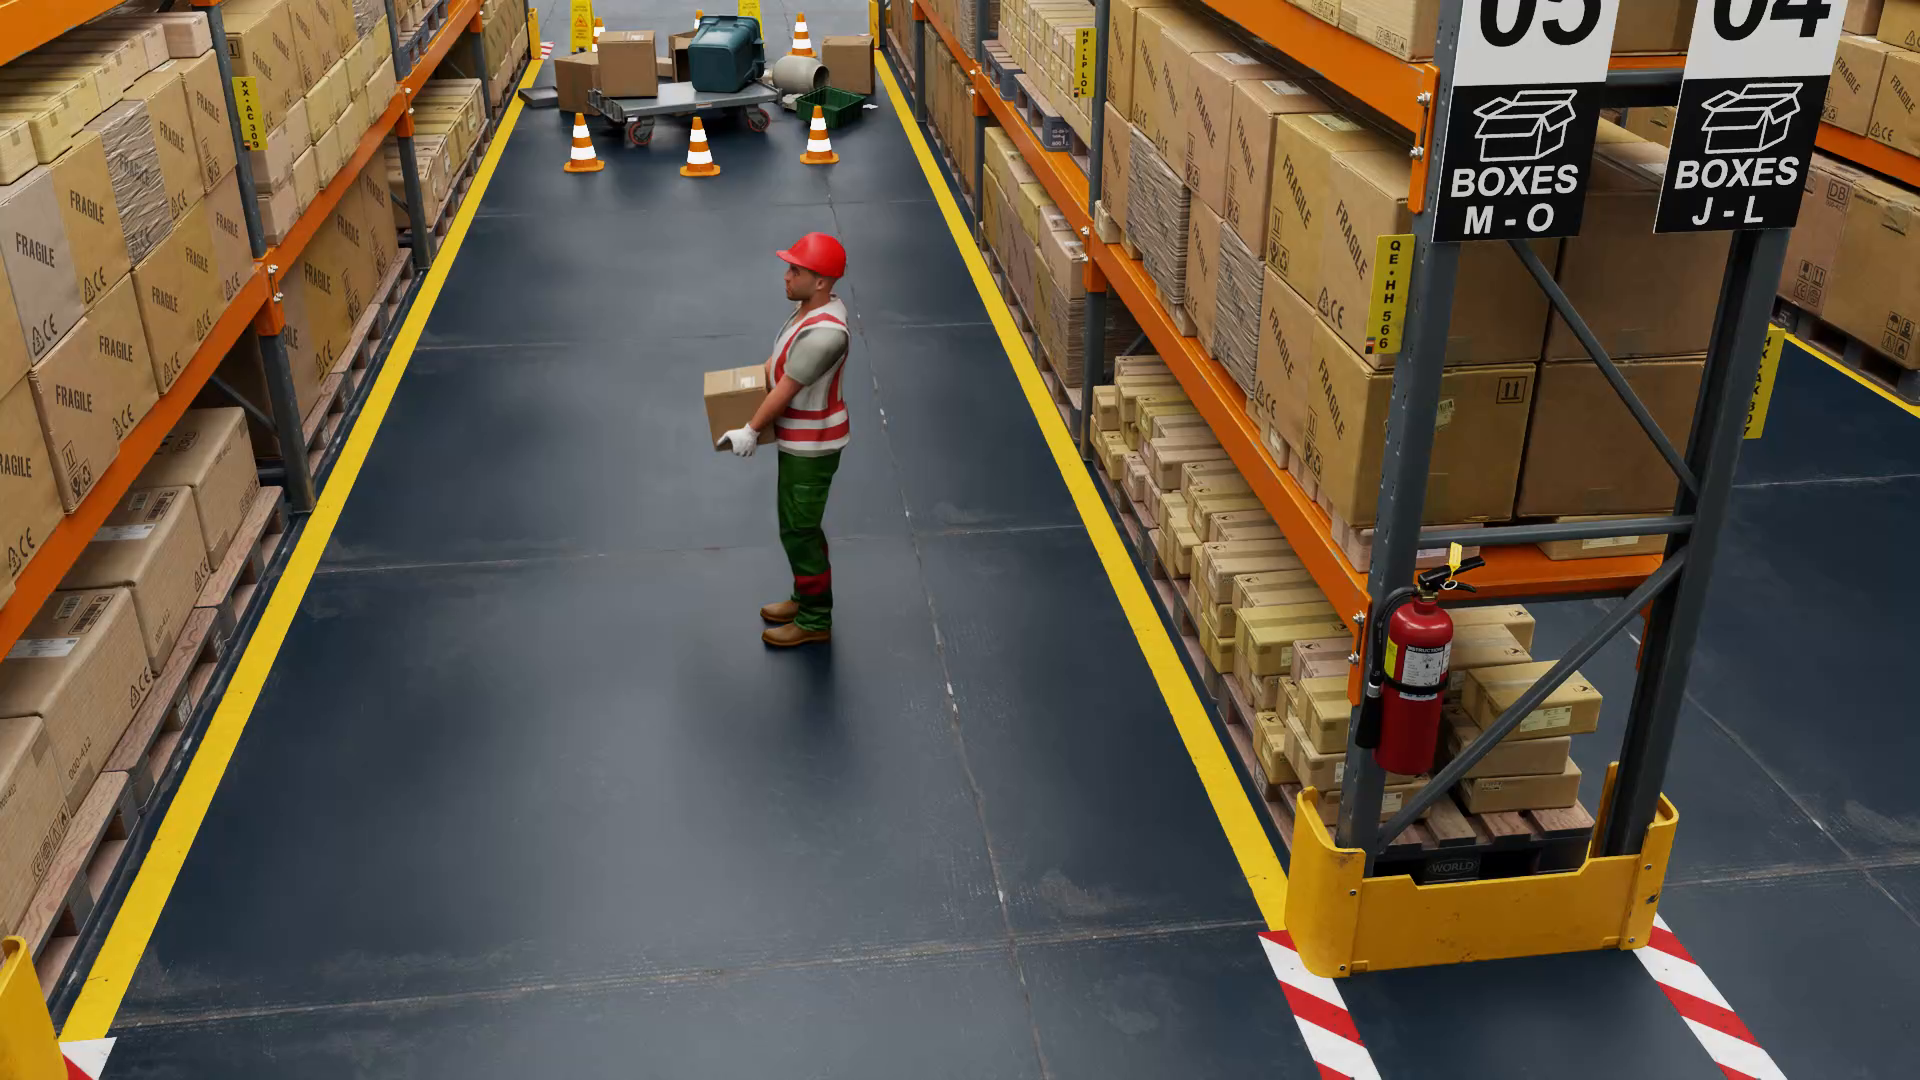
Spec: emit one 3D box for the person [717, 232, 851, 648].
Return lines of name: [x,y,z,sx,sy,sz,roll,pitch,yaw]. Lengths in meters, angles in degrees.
person: [-0.720,-0.396,6.877,0.559,1.782,0.494,-3,27,-6]
